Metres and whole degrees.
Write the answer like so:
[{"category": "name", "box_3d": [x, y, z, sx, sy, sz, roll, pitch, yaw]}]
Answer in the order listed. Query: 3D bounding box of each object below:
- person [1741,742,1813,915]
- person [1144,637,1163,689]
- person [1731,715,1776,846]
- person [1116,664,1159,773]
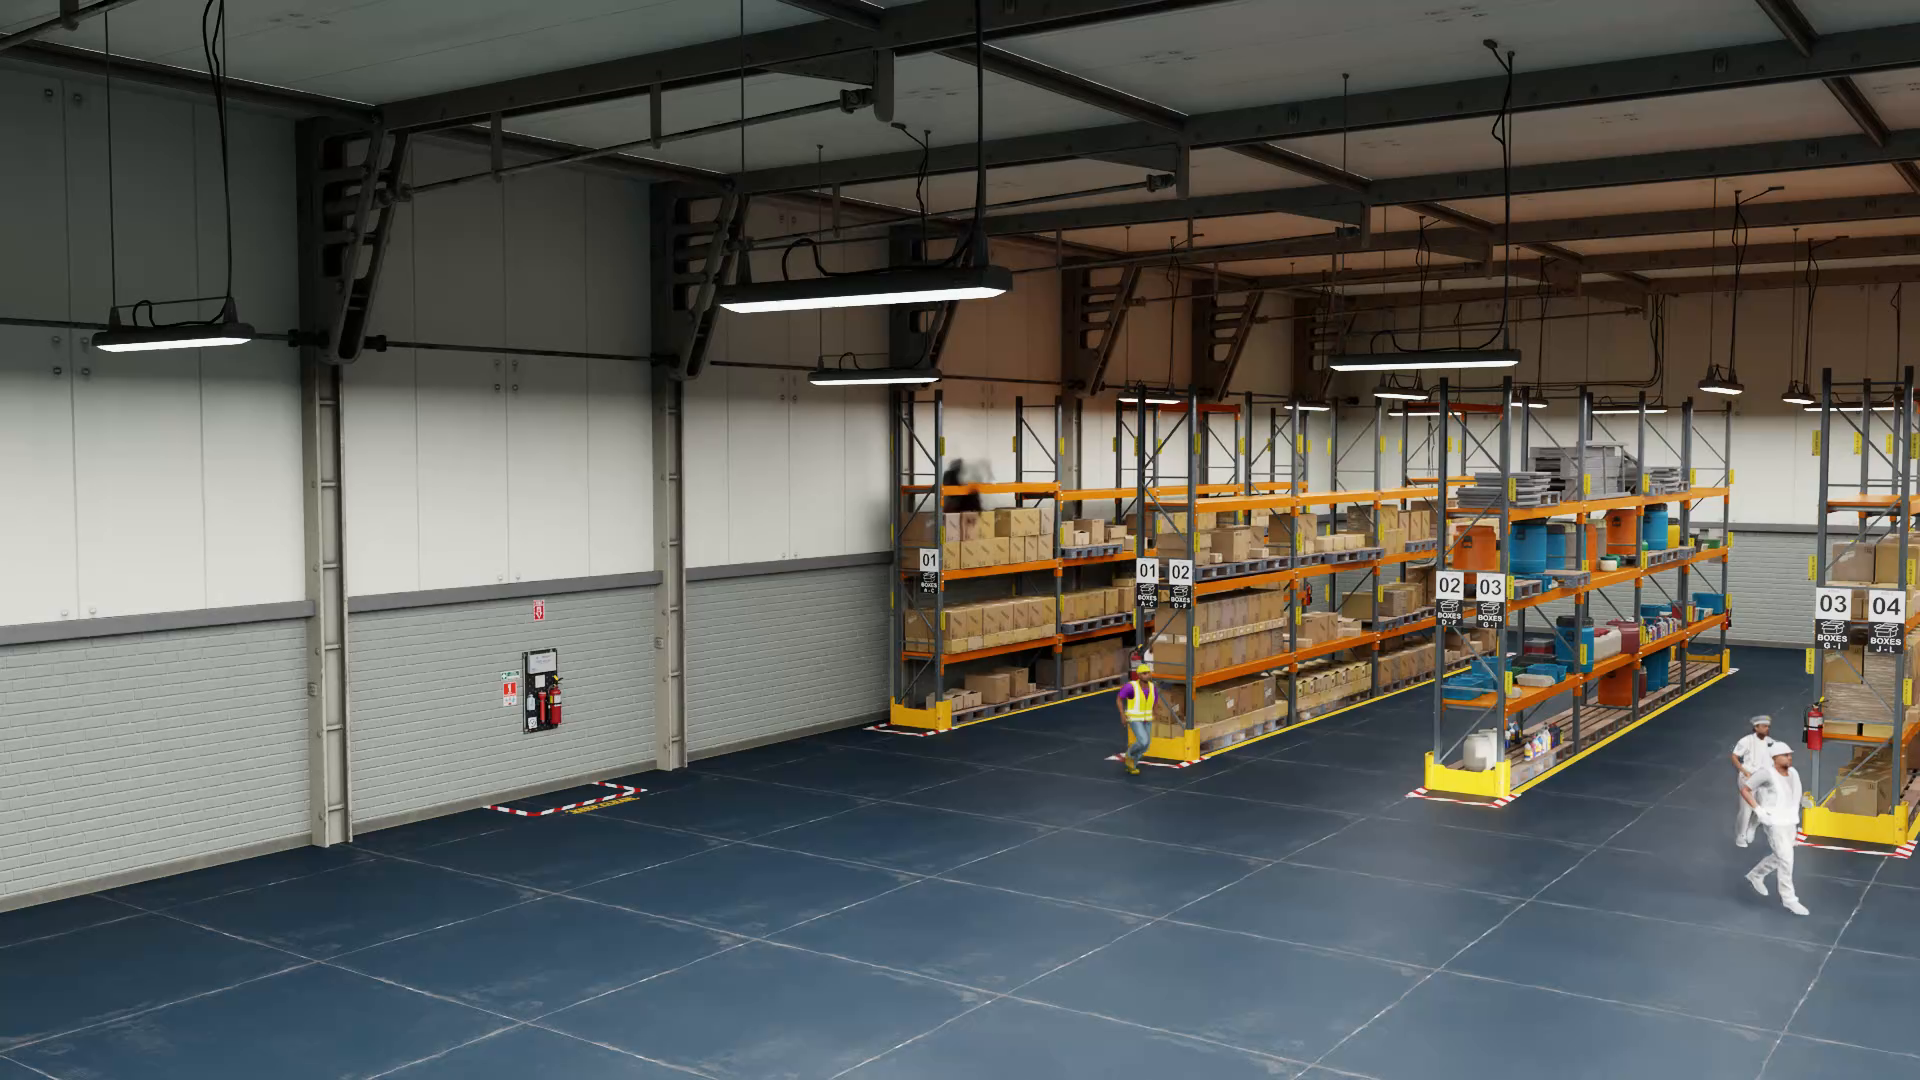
[{"category": "person", "box_3d": [8.888, 3.084, 18.076, 0.678, 1.790, 0.861, -2, 4, -26]}, {"category": "person", "box_3d": [3.380, 2.532, 29.481, 0.613, 1.620, 0.646, 2, 4, 30]}, {"category": "person", "box_3d": [9.984, 3.013, 20.771, 0.651, 1.652, 0.502, 0, 3, 5]}, {"category": "person", "box_3d": [2.748, 2.724, 25.268, 0.638, 1.686, 0.648, -2, 4, -31]}]
